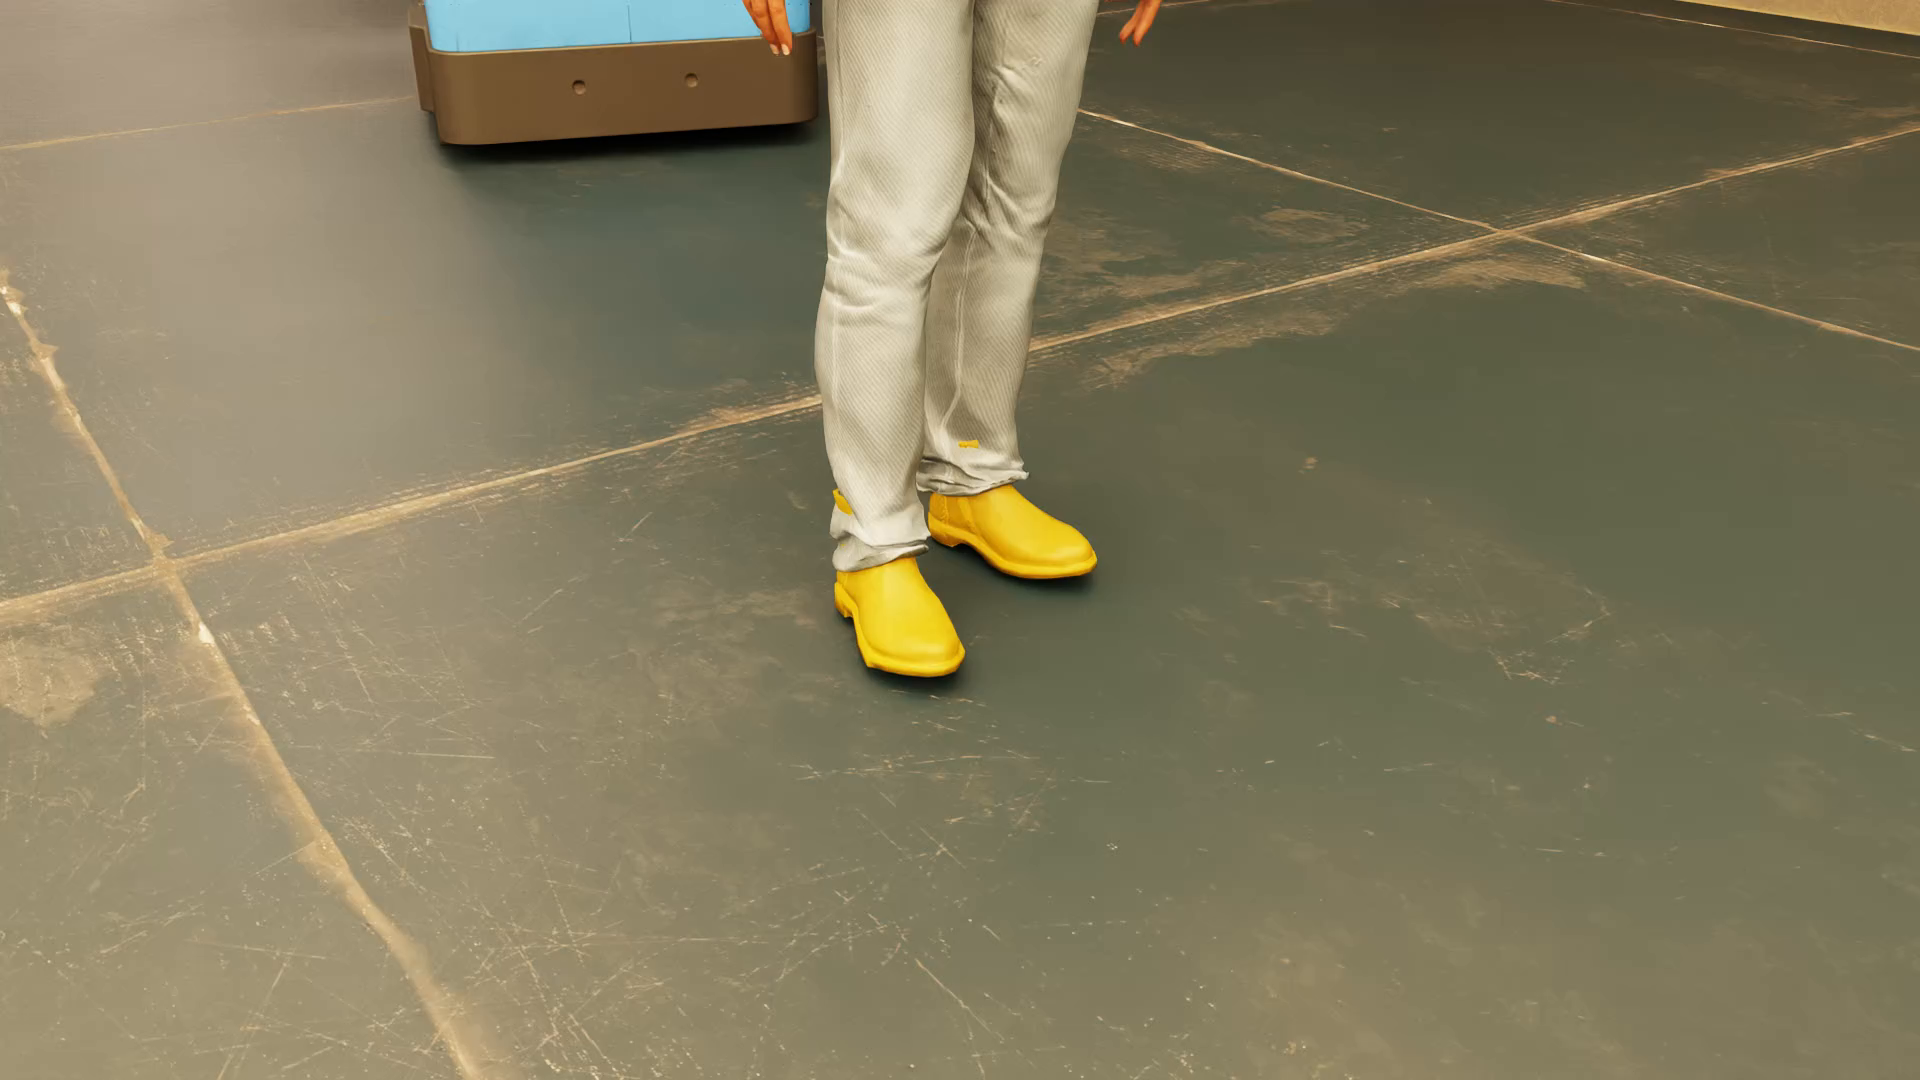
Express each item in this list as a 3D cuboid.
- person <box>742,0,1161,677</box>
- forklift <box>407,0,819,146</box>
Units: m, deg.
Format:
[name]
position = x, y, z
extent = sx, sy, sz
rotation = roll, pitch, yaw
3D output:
[person]
position = 0.035, -0.769, 2.046
extent = 0.665, 1.768, 0.575
rotation = -17, 31, -31
[forklift]
position = -1.334, -3.005, 5.222
extent = 1.130, 2.935, 3.031
rotation = -8, 28, -16
